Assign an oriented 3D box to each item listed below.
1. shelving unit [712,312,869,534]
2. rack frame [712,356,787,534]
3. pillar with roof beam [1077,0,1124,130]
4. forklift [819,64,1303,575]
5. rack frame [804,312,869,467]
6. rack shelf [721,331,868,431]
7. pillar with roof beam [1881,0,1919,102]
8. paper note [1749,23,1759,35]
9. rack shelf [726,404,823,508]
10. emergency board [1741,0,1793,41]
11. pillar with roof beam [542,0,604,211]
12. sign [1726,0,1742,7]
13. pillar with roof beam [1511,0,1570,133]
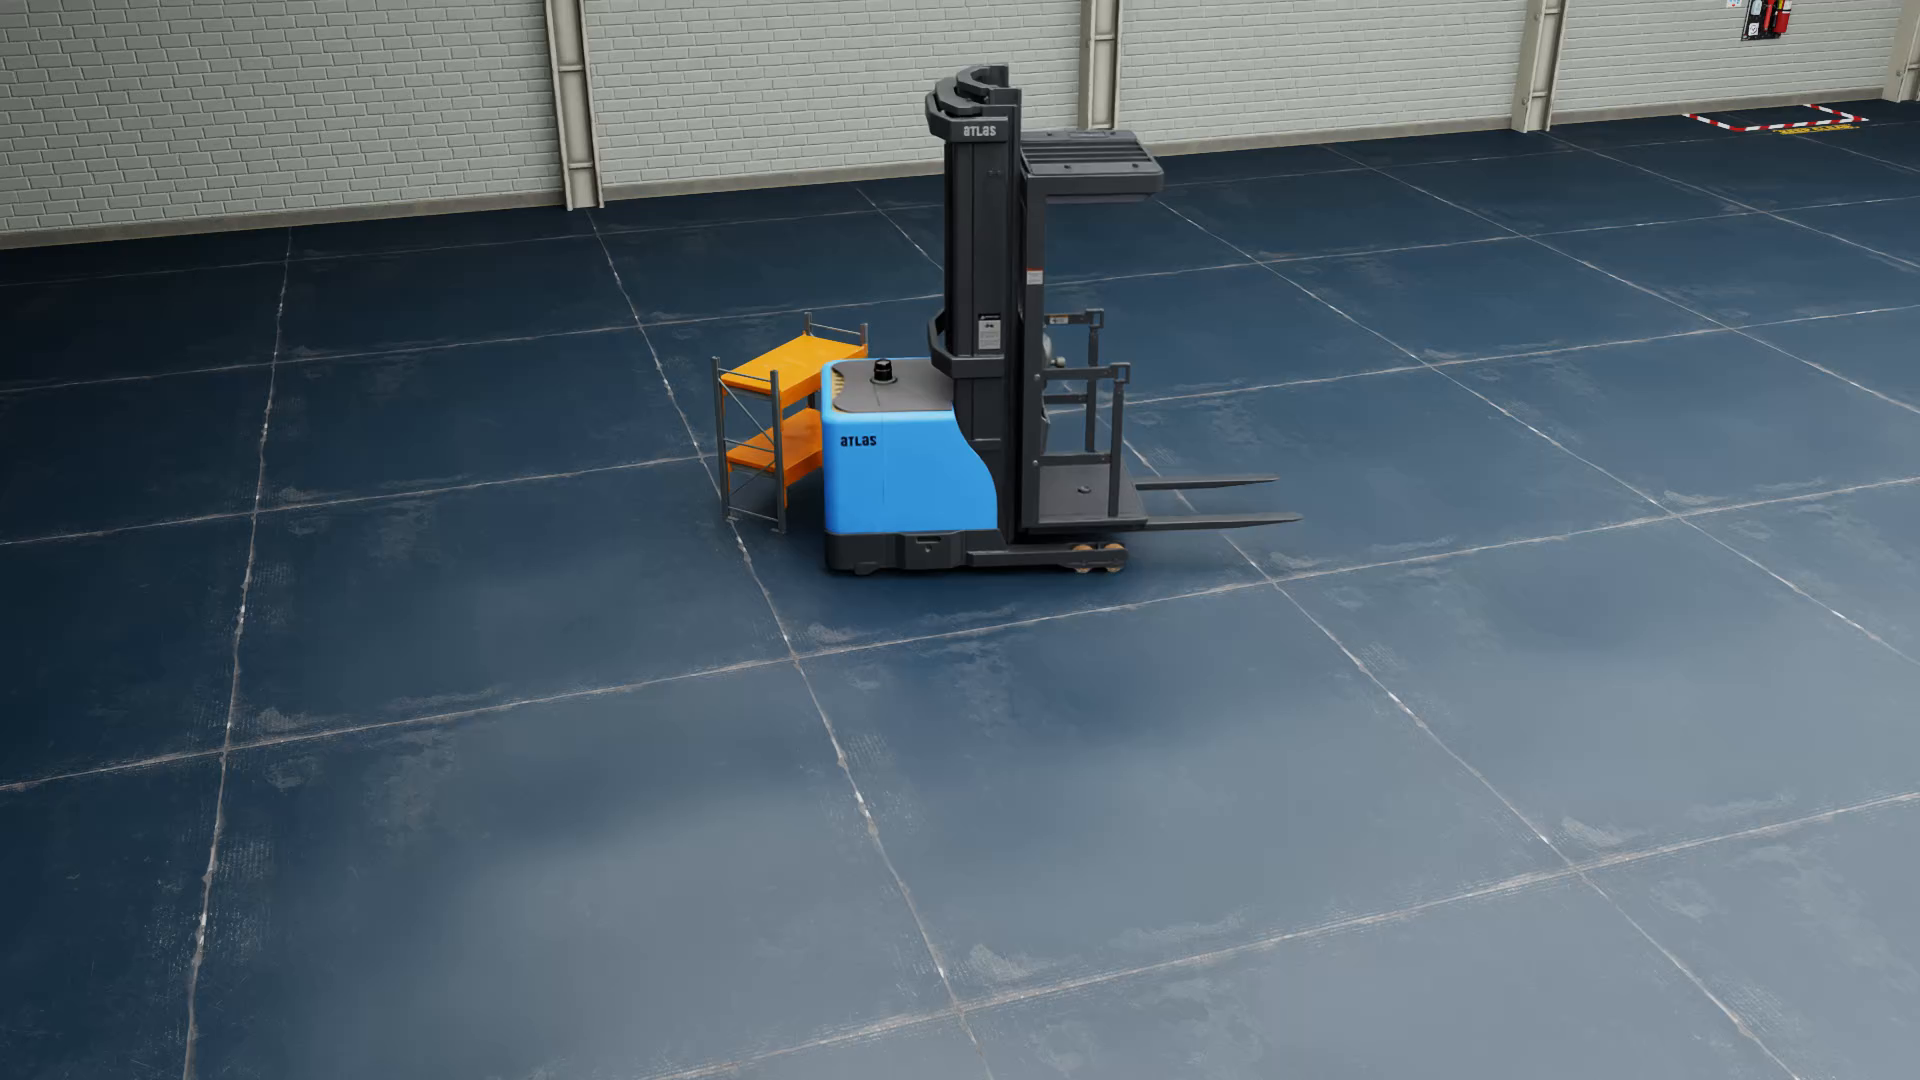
[{"bbox_3d":[-1.098,-0.798,11.092,0.538,1.125,1.048,15,30,27],"label":"shelving unit"},{"bbox_3d":[-1.354,-0.602,10.699,0.500,1.125,0.032,15,30,27],"label":"rack frame"},{"bbox_3d":[2.954,-6.672,14.069,0.400,9.000,9.100,-8,28,-16],"label":"pillar with roof beam"},{"bbox_3d":[0.640,-1.347,10.166,3.031,2.935,1.130,-2,26,-4],"label":"forklift"},{"bbox_3d":[-0.841,-0.993,11.485,0.500,1.125,0.032,15,30,27],"label":"rack frame"},{"bbox_3d":[-1.098,-1.060,10.962,0.538,0.278,1.000,15,30,27],"label":"rack shelf"},{"bbox_3d":[14.364,-8.324,17.398,0.400,9.000,9.100,-8,28,-16],"label":"pillar with roof beam"},{"bbox_3d":[10.480,-6.744,21.951,0.142,0.148,0.016,-8,28,-16],"label":"paper note"},{"bbox_3d":[-1.098,-0.579,11.200,0.538,0.278,1.000,15,30,27],"label":"rack shelf"},{"bbox_3d":[10.669,-7.133,21.745,0.643,1.169,0.194,-8,28,-16],"label":"emergency board"},{"bbox_3d":[-2.751,-5.846,12.405,0.400,9.000,9.100,-8,28,-16],"label":"pillar with roof beam"},{"bbox_3d":[10.112,-7.117,21.672,0.234,0.329,0.001,-8,28,-16],"label":"sign"},{"bbox_3d":[8.659,-7.498,15.734,0.400,9.000,9.100,-8,28,-16],"label":"pillar with roof beam"}]
